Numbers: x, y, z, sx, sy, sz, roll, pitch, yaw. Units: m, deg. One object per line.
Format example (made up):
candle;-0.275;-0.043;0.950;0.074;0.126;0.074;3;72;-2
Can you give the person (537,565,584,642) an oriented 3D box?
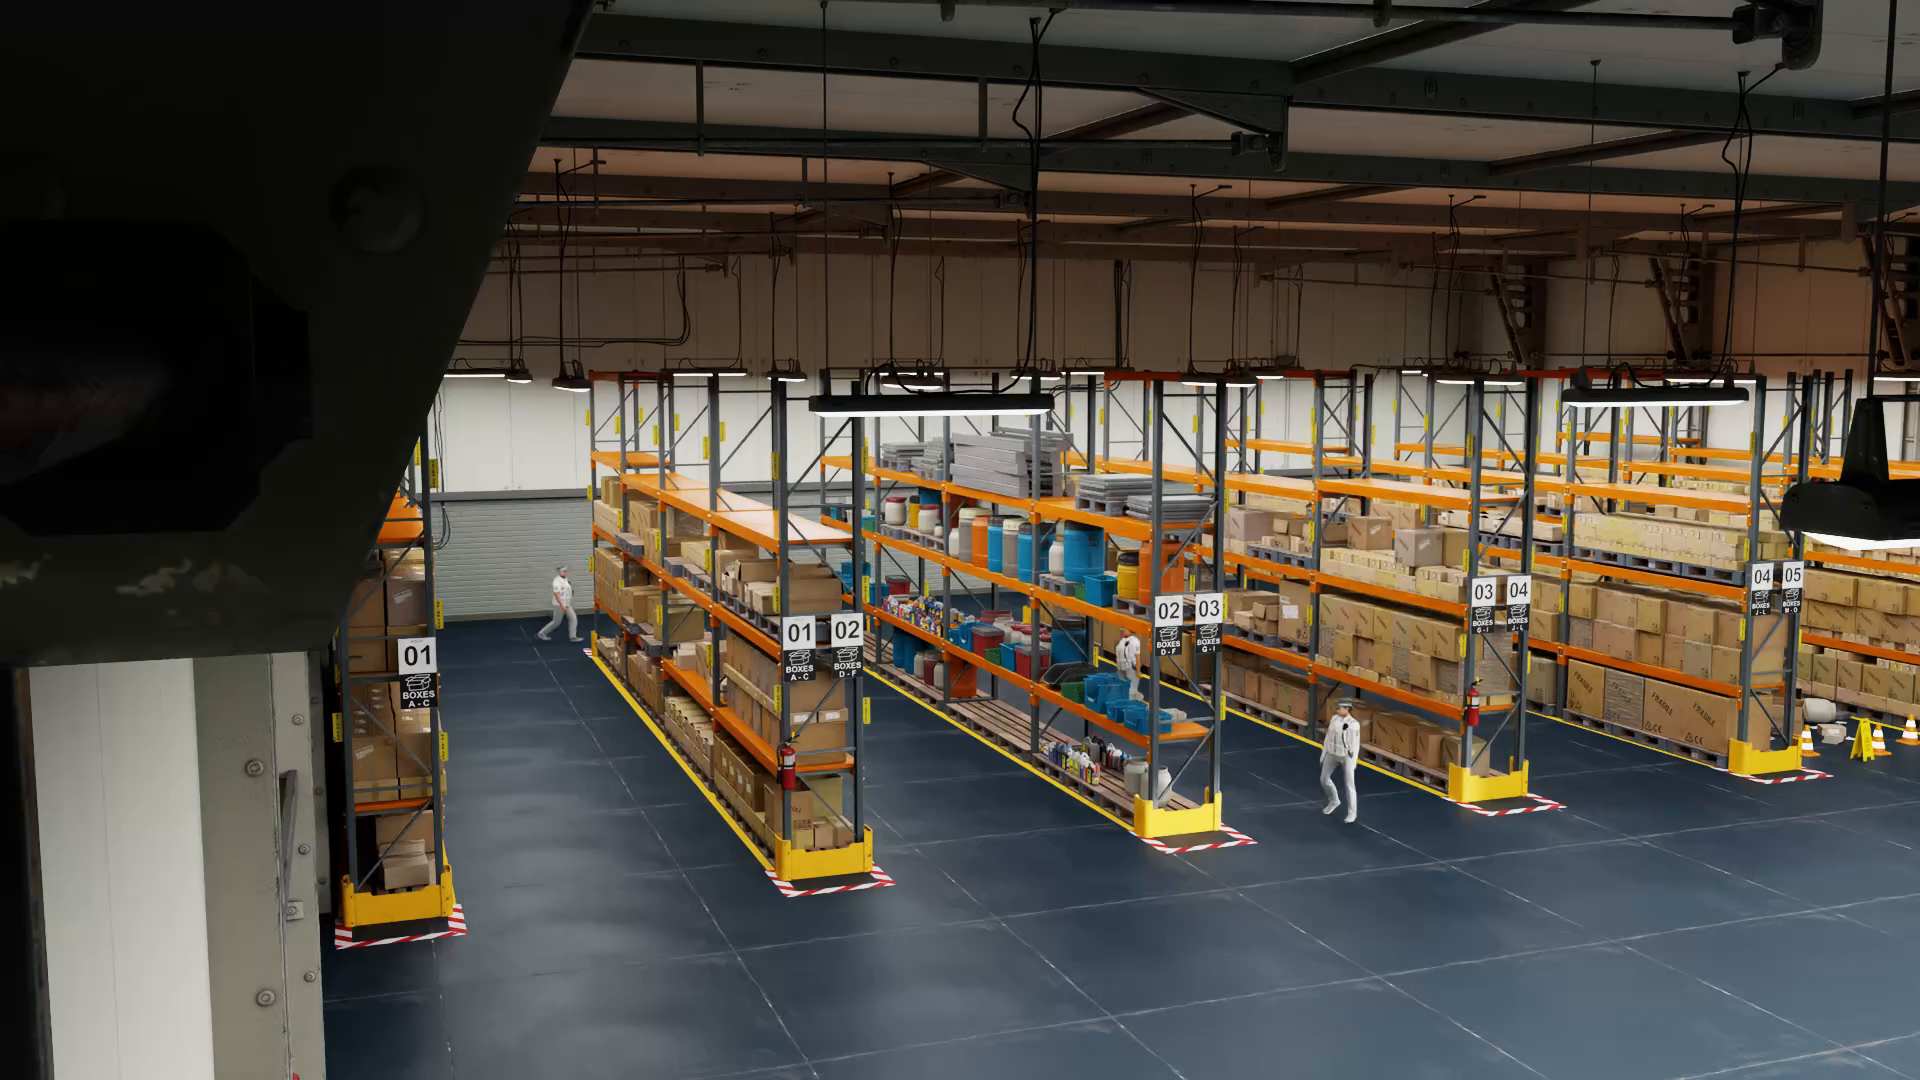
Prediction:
person;-8.781;1.395;36.533;0.987;1.719;0.618;0;6;4

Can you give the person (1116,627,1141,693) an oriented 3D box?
person;2.919;2.279;28.795;0.457;1.676;0.613;-4;7;-31

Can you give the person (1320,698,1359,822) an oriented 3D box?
person;5.182;2.965;22.663;0.395;1.683;0.542;-6;9;-44
